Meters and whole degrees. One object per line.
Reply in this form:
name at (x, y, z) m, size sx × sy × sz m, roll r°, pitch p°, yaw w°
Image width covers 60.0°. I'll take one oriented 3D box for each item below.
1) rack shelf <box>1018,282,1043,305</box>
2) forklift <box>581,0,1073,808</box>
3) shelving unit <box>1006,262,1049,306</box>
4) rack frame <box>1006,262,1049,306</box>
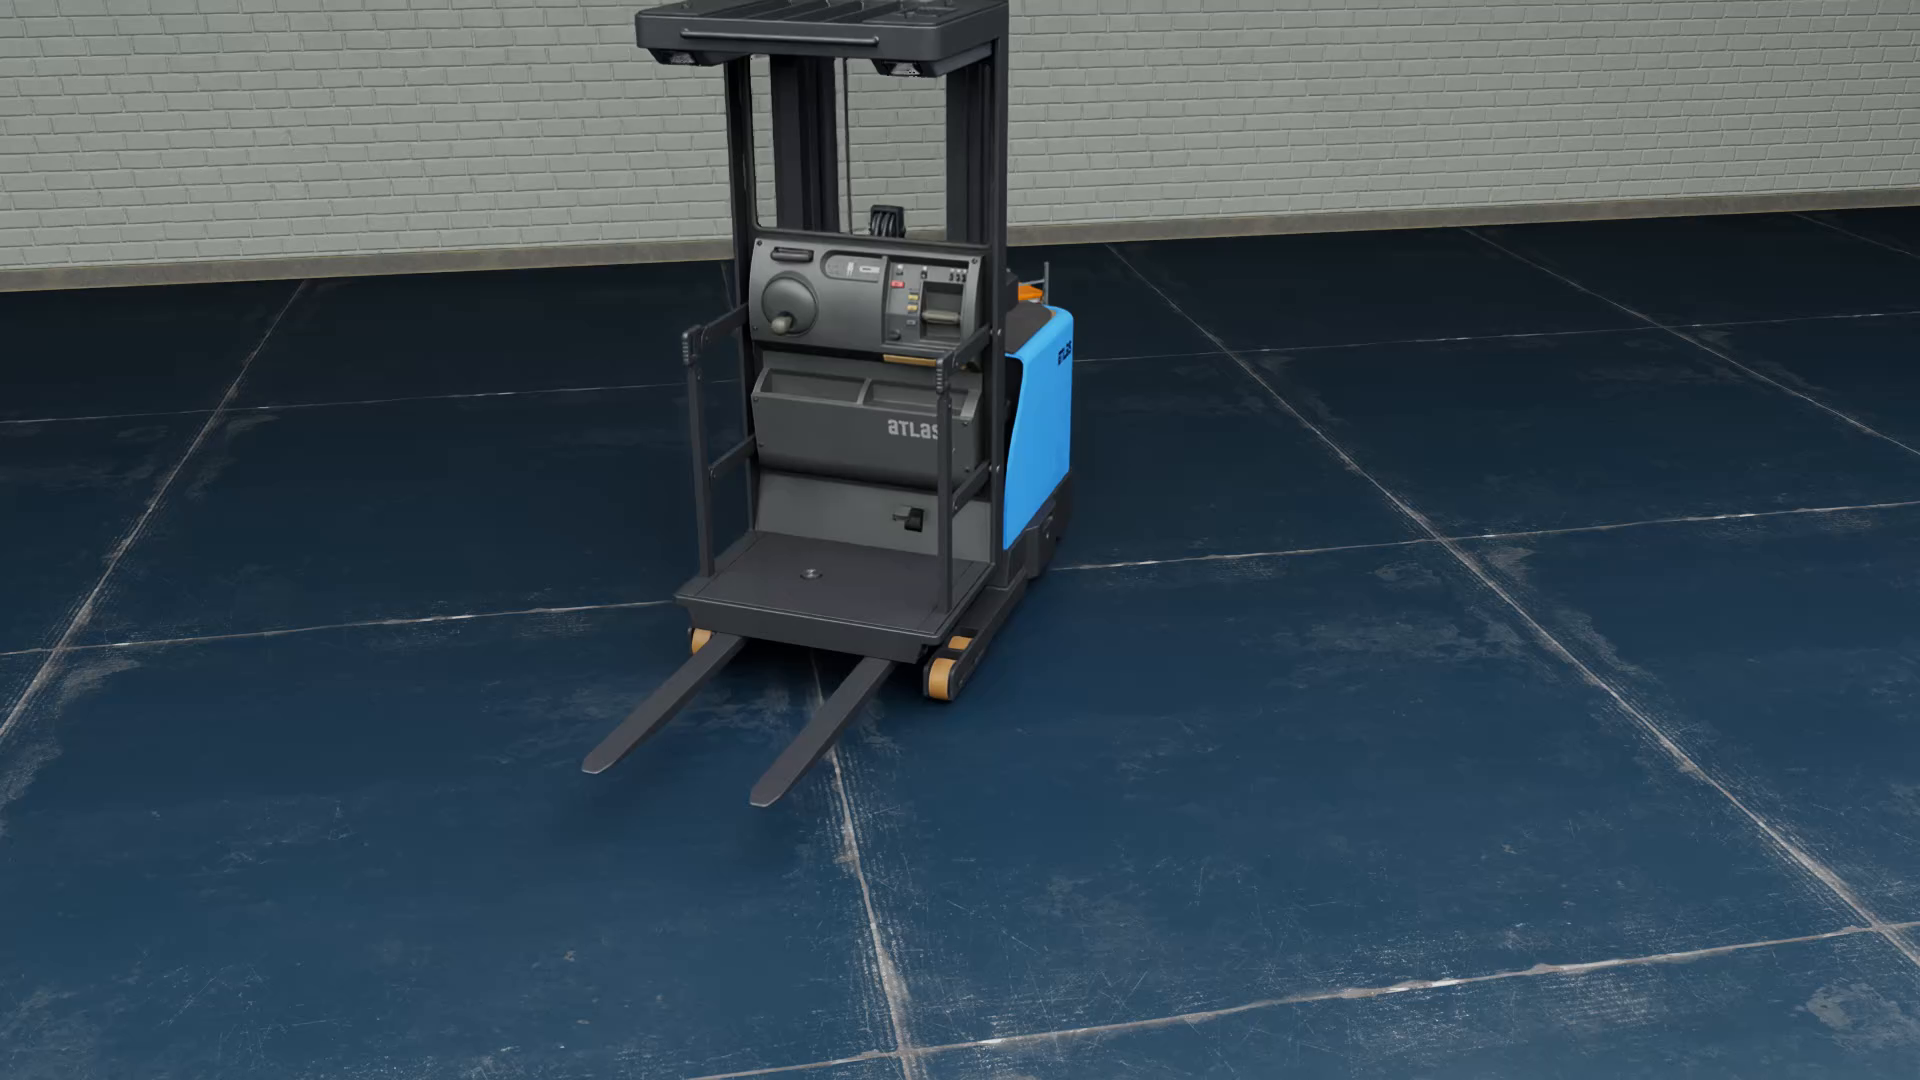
rack shelf at (0.174, -1.151, 7.905) m, size 0.258 × 0.148 × 0.480 m, roll -15°, pitch 28°, yaw -30°
forklift at (-0.438, -0.911, 6.174) m, size 1.130 × 2.935 × 3.031 m, roll 8°, pitch 25°, yaw 17°
shelving unit at (0.174, -0.791, 8.062) m, size 0.258 × 1.200 × 0.503 m, roll -15°, pitch 28°, yaw -30°
rack frame at (0.307, -0.709, 7.875) m, size 0.240 × 1.200 × 0.015 m, roll -15°, pitch 28°, yaw -30°
